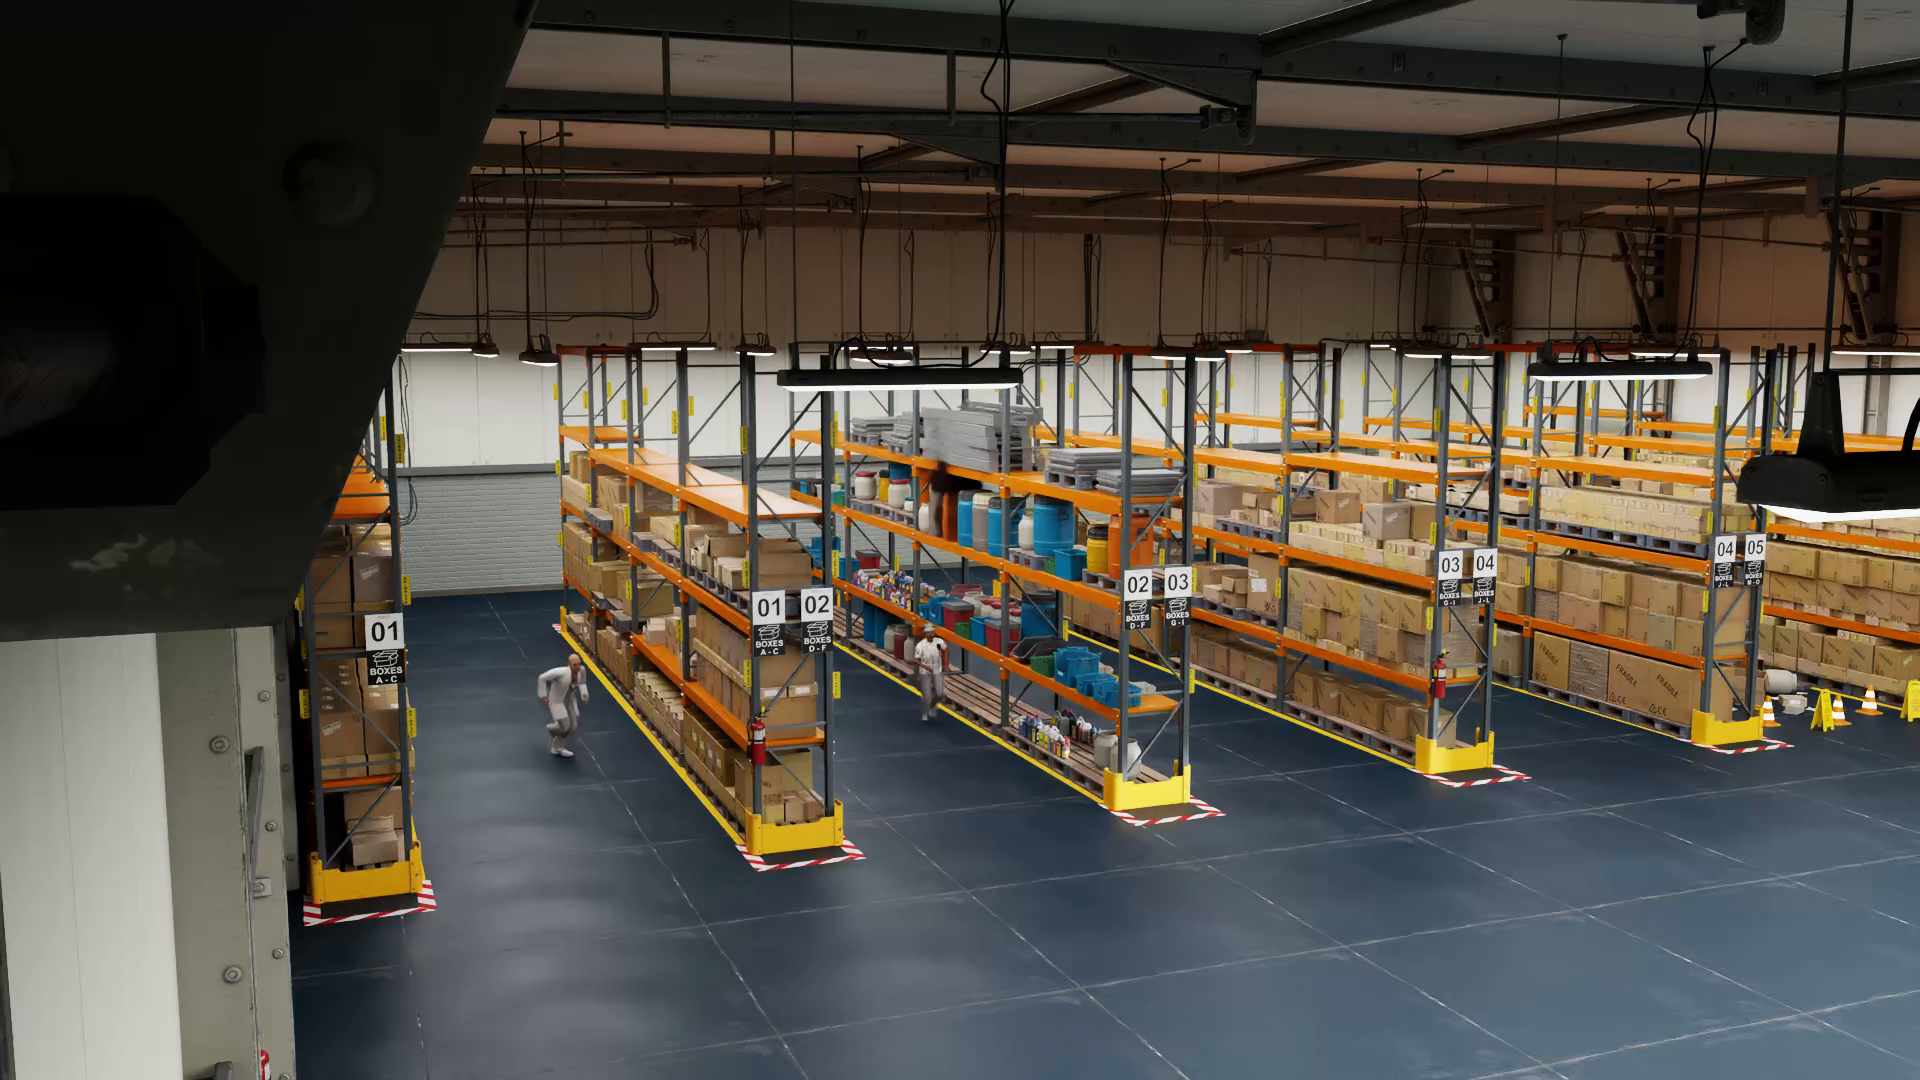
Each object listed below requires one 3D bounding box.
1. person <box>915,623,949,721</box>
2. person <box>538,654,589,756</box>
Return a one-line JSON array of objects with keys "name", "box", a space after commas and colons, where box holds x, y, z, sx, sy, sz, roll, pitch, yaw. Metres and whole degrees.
[{"name": "person", "box": [-0.434, 2.128, 26.650, 0.602, 1.639, 0.734, -1, 7, -11]}, {"name": "person", "box": [-5.864, 2.442, 24.525, 0.878, 1.595, 0.742, 7, 10, 44]}]
